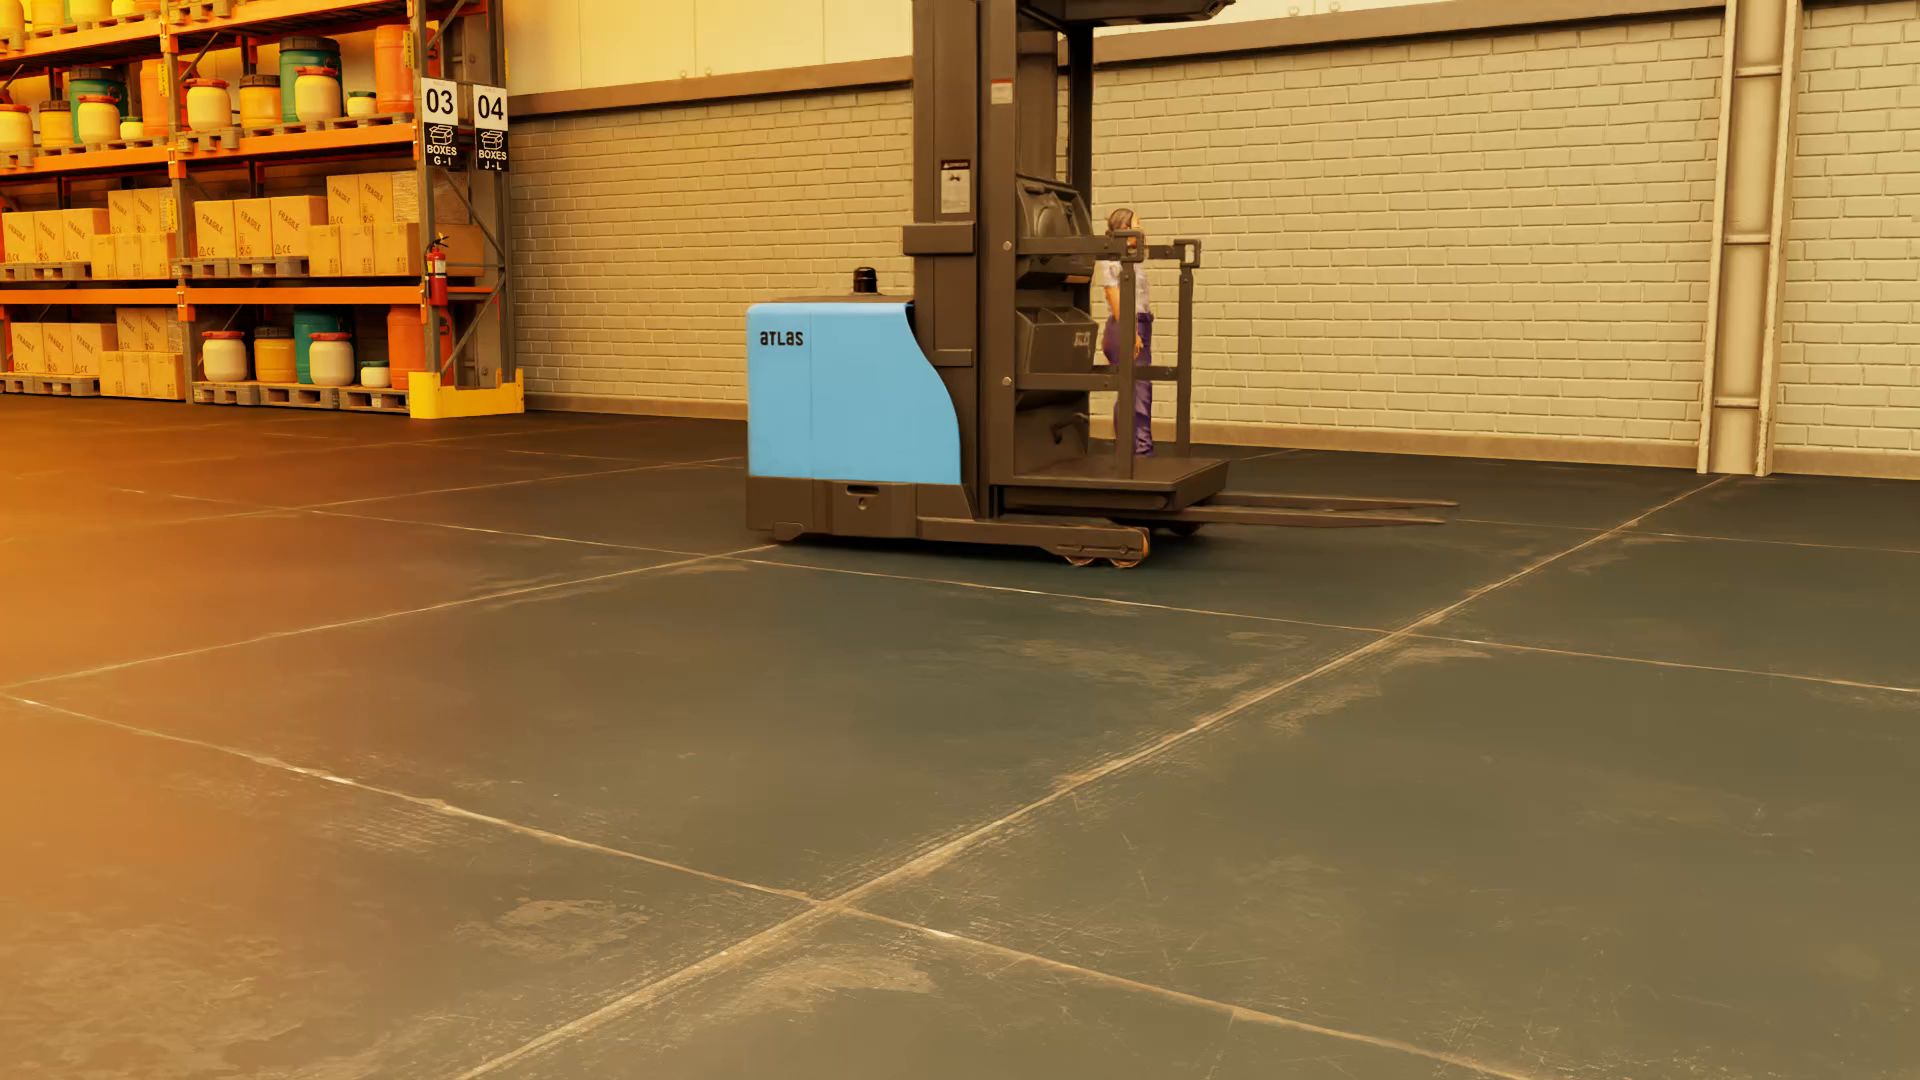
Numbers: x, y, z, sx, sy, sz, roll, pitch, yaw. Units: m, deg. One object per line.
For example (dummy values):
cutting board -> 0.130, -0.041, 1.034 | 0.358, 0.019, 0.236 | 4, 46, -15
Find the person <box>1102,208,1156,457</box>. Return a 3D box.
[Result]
person -> 1.137, -1.227, 10.335 | 0.504, 1.650, 0.596 | 1, 8, 10

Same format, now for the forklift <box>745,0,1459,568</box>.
forklift -> 0.605, -1.421, 7.183 | 3.031, 2.935, 1.130 | 3, 9, 21
